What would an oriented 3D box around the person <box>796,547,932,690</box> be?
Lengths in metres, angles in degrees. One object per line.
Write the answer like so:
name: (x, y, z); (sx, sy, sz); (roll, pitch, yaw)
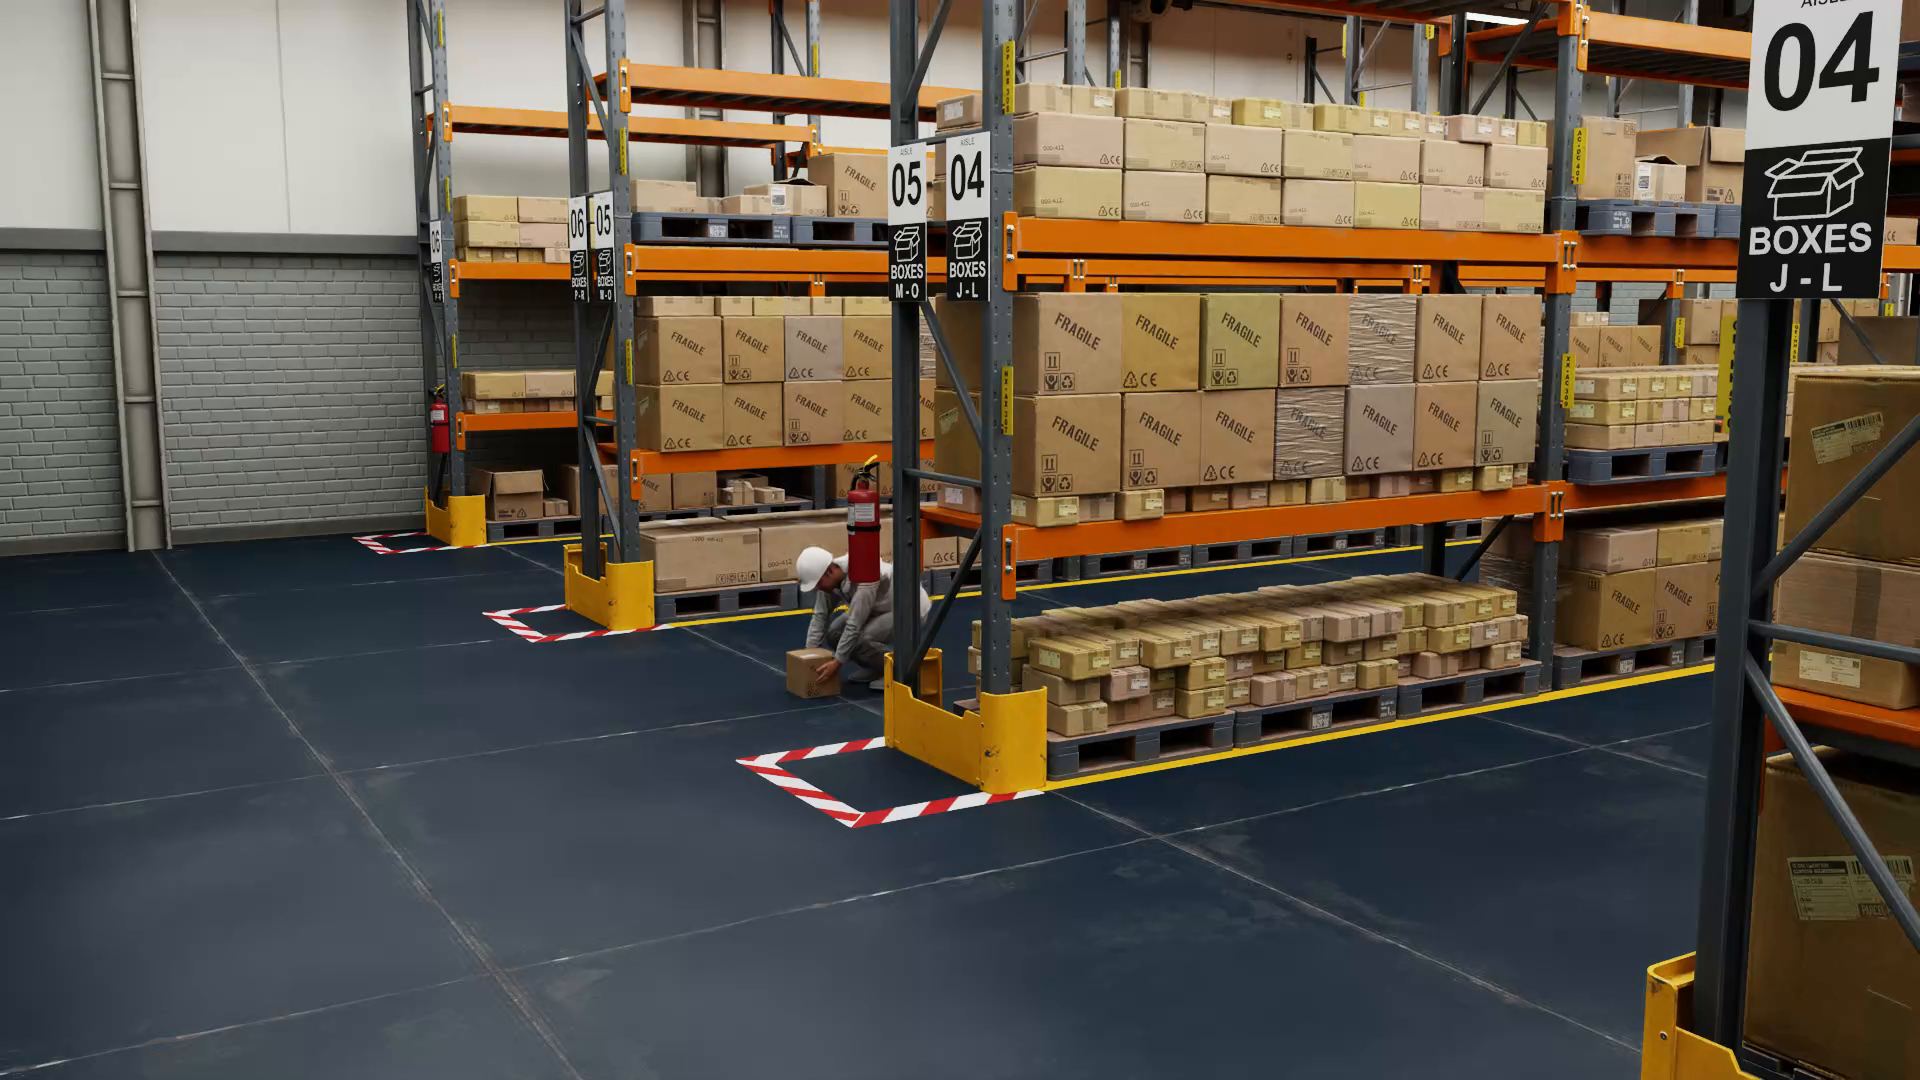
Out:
person: (-0.621, 0.472, 10.422); (0.913, 0.930, 0.533); (-5, 9, -31)
